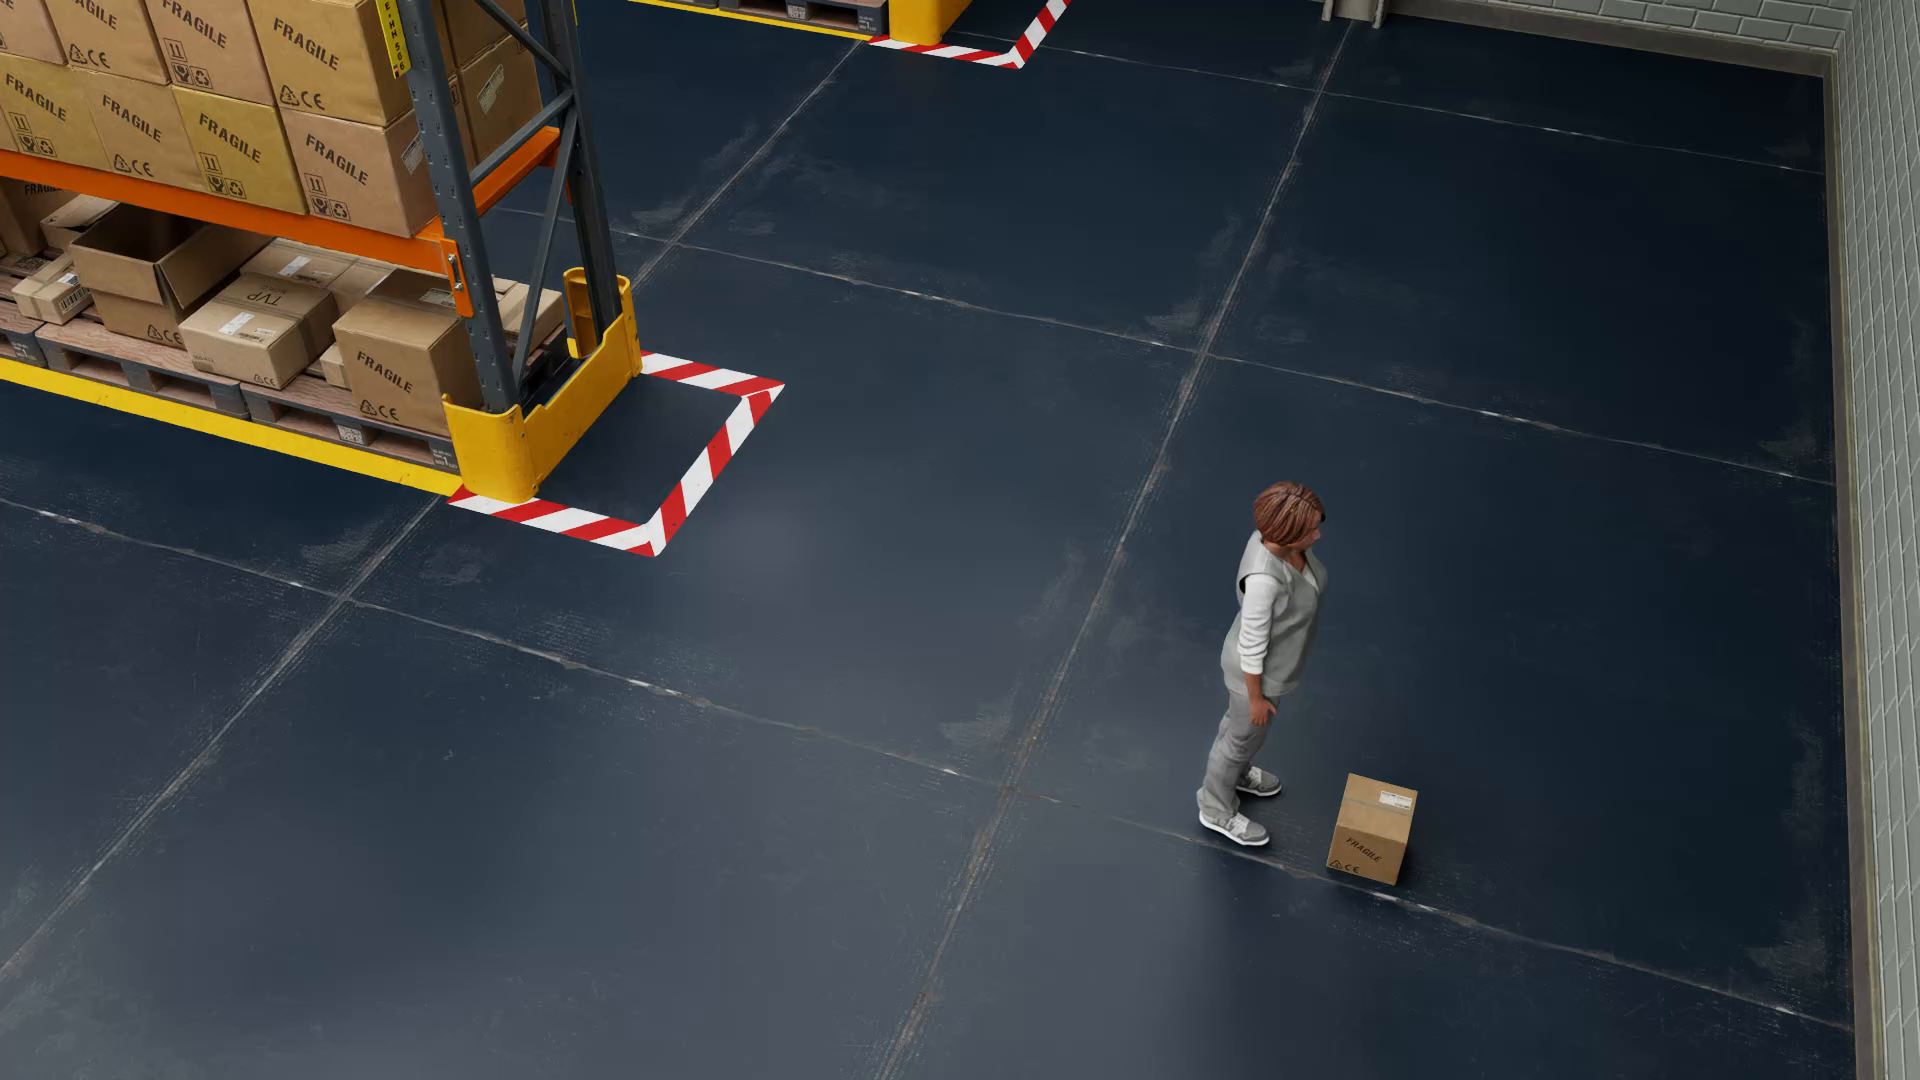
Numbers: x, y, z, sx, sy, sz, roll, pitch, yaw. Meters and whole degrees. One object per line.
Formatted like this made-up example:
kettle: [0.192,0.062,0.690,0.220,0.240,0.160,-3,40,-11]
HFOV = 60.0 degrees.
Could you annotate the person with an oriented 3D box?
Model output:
person: [1.046,0.422,5.706,0.307,1.592,0.407,15,44,16]
